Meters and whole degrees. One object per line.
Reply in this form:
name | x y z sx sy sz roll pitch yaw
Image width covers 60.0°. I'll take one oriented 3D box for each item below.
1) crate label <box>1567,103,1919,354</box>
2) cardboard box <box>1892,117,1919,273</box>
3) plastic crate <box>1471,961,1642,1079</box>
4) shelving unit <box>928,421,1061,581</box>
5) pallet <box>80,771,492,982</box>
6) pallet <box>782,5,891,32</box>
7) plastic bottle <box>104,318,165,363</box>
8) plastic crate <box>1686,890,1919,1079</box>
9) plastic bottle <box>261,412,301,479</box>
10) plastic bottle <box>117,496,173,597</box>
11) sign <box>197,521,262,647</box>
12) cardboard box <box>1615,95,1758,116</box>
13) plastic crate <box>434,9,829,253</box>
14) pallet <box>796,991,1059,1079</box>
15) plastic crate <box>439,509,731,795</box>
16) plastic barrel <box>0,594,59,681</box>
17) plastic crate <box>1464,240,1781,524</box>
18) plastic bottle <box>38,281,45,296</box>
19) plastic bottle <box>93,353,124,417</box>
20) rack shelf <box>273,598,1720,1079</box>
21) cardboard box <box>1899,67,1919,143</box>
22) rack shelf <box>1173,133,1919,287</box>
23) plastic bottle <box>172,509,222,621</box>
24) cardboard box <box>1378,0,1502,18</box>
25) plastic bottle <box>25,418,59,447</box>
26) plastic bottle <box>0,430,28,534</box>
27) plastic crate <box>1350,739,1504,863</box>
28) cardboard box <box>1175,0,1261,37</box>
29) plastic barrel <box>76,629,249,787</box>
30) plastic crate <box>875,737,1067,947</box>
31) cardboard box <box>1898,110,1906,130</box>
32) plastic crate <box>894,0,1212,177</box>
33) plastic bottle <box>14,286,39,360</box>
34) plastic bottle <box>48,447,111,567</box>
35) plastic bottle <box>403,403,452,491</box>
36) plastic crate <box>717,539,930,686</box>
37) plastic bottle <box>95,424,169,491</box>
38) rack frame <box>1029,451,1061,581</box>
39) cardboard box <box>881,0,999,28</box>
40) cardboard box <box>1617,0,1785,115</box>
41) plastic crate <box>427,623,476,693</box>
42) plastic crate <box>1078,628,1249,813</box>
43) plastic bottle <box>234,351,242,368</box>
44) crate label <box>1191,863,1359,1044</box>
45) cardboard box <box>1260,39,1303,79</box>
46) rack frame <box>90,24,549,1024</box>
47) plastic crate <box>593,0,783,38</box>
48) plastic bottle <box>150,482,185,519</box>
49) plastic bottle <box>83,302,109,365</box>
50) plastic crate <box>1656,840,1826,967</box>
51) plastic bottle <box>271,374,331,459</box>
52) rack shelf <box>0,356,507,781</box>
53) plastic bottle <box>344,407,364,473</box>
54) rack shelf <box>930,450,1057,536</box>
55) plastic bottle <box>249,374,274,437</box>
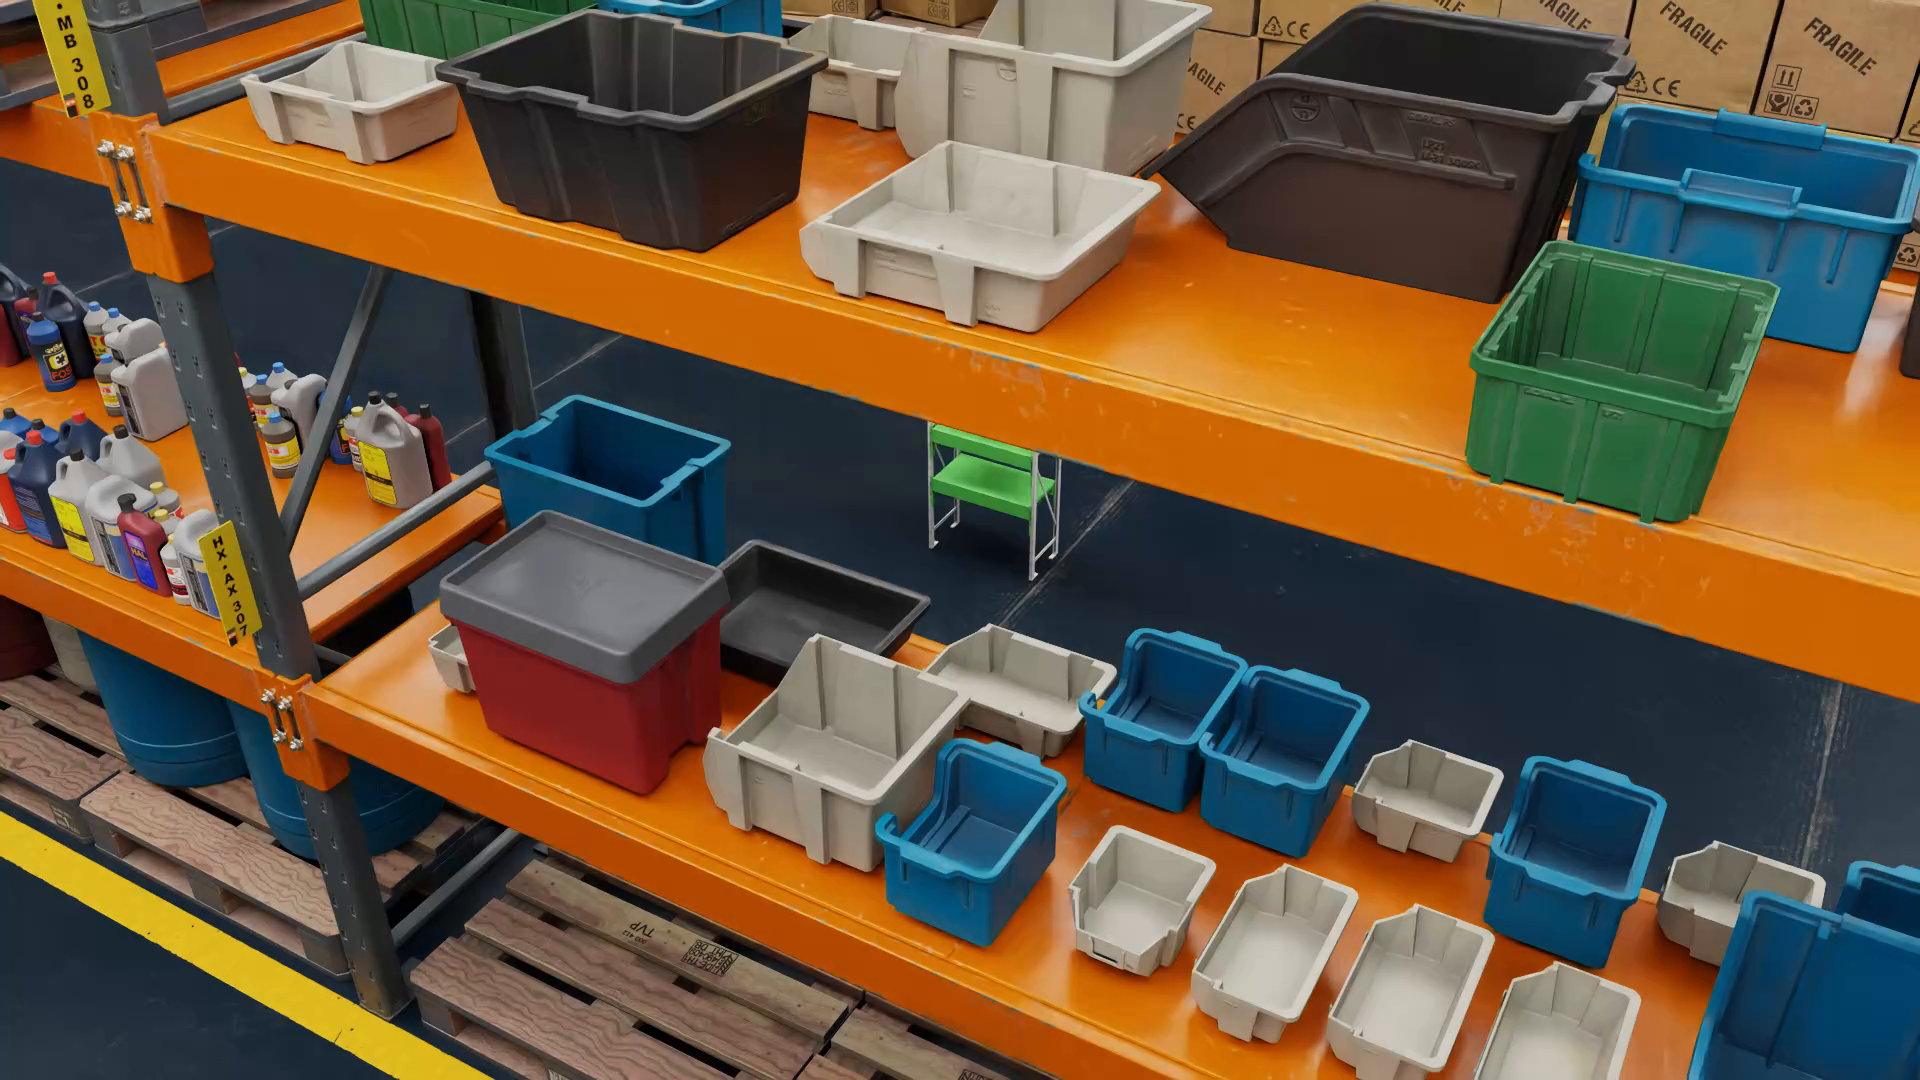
crate label | 1.297 -0.534 2.773 0.502 0.251 0.408 18 37 24
cardboard box | 3.874 -1.355 6.488 0.500 0.500 0.500 19 38 26
plastic crate | 1.139 1.010 3.211 0.243 0.136 0.396 18 37 24
shelving unit | 0.144 -0.454 6.849 0.503 1.200 0.258 18 37 24
pallet | -2.185 0.890 5.723 1.213 0.211 1.003 18 37 24
pallet | -0.857 -2.908 9.084 1.213 0.211 1.003 18 37 24
plastic bottle | -2.754 -0.616 5.580 0.135 0.276 0.152 18 37 24
plastic crate | 1.554 1.020 2.926 0.499 0.435 0.616 18 37 24
plastic bottle | -2.112 -0.302 5.176 0.097 0.201 0.097 0 34 0
plastic bottle | -2.262 0.016 4.625 0.133 0.283 0.061 18 37 24
sign | -1.810 0.111 4.128 0.005 0.325 0.100 18 37 24
cardboard box | 2.992 -1.635 6.909 0.500 0.500 0.500 18 38 25
plastic crate | -0.593 -0.759 3.095 0.590 0.269 0.497 18 37 24
pallet | 0.185 1.641 4.595 1.213 0.211 1.003 18 37 24
plastic crate | -0.885 0.276 4.017 0.583 0.464 0.402 18 37 24
plastic barrel | -3.595 0.128 6.149 0.708 0.588 0.600 18 37 24
plastic crate | 0.939 -0.232 2.377 0.336 0.188 0.450 18 37 24
plastic bottle | -3.177 -0.782 5.823 0.133 0.283 0.061 18 37 24
plastic bottle | -2.799 -0.519 5.503 0.097 0.201 0.097 0 34 0
rack shelf | 0.201 0.811 3.974 4.000 0.370 1.077 18 37 24
cardboard box | 3.875 -1.769 6.207 0.500 0.500 0.500 17 37 24
rack shelf | 2.662 -1.571 7.552 4.000 0.370 1.077 18 37 24
plastic bottle | -2.038 0.061 4.565 0.135 0.276 0.152 18 37 24
cardboard box | 2.089 -2.330 7.051 0.500 0.500 0.500 16 37 23
plastic bottle | -2.747 -0.242 5.023 0.097 0.271 0.097 0 34 0
plastic bottle | -2.793 -0.179 4.924 0.135 0.276 0.152 18 37 24
plastic crate | 1.060 0.606 3.818 0.298 0.136 0.250 18 37 24
cardboard box | 1.195 -2.614 7.476 0.500 0.500 0.500 19 38 26
plastic barrel | -2.614 0.308 5.596 0.708 0.901 0.600 18 37 24
plastic crate | 0.027 0.665 3.642 0.300 0.233 0.416 18 37 24
cardboard box | 4.144 -1.611 6.873 0.500 0.500 0.500 18 38 25
plastic crate | 0.166 -0.895 3.289 0.530 0.282 0.437 18 37 24
plastic bottle | -3.207 -0.753 5.779 0.133 0.283 0.061 18 37 24
plastic bottle | -2.496 -0.113 4.758 0.185 0.351 0.144 18 37 24
plastic bottle | -1.642 -0.296 5.093 0.133 0.283 0.061 18 37 24
plastic crate | -0.430 0.230 4.393 0.590 0.125 0.437 18 37 24
plastic bottle | -2.424 -0.182 4.862 0.185 0.351 0.144 18 37 24
rack frame | 0.356 -0.387 6.748 0.015 1.200 0.240 18 37 24
cardboard box | -0.003 -3.034 8.630 0.500 0.500 0.700 24 41 32
cardboard box | 2.984 -2.047 6.626 0.500 0.500 0.500 19 38 26
plastic crate | -1.202 0.243 4.362 0.243 0.136 0.396 18 37 24
plastic crate | 0.483 0.436 3.986 0.300 0.233 0.416 18 37 24
plastic bottle | -2.413 -0.540 5.460 0.133 0.283 0.061 18 37 24
crate label | 0.641 0.858 3.439 0.243 0.136 0.396 18 37 24
cardboard box | 1.679 -2.052 7.535 0.500 0.500 0.500 18 38 25
rack frame | -1.536 -0.038 4.601 0.127 3.000 1.000 18 37 24
plastic crate | -0.587 -1.120 3.671 0.300 0.233 0.416 18 37 24
plastic bottle | -2.310 -0.074 4.834 0.097 0.201 0.097 0 34 0
plastic bottle | -2.925 -0.686 5.689 0.097 0.271 0.097 0 34 0
plastic crate | 1.649 0.792 3.538 0.298 0.136 0.250 18 37 24
plastic bottle | -2.066 -0.398 5.253 0.135 0.276 0.152 18 37 24
rack shelf | -3.272 -0.289 5.626 4.000 0.370 1.077 18 37 24
plastic bottle | -1.867 -0.321 5.205 0.097 0.201 0.097 0 34 0
rack shelf | 0.144 -0.201 7.018 0.480 0.148 0.258 18 37 24
plastic bottle | -2.238 -0.439 5.382 0.097 0.201 0.097 0 34 0
